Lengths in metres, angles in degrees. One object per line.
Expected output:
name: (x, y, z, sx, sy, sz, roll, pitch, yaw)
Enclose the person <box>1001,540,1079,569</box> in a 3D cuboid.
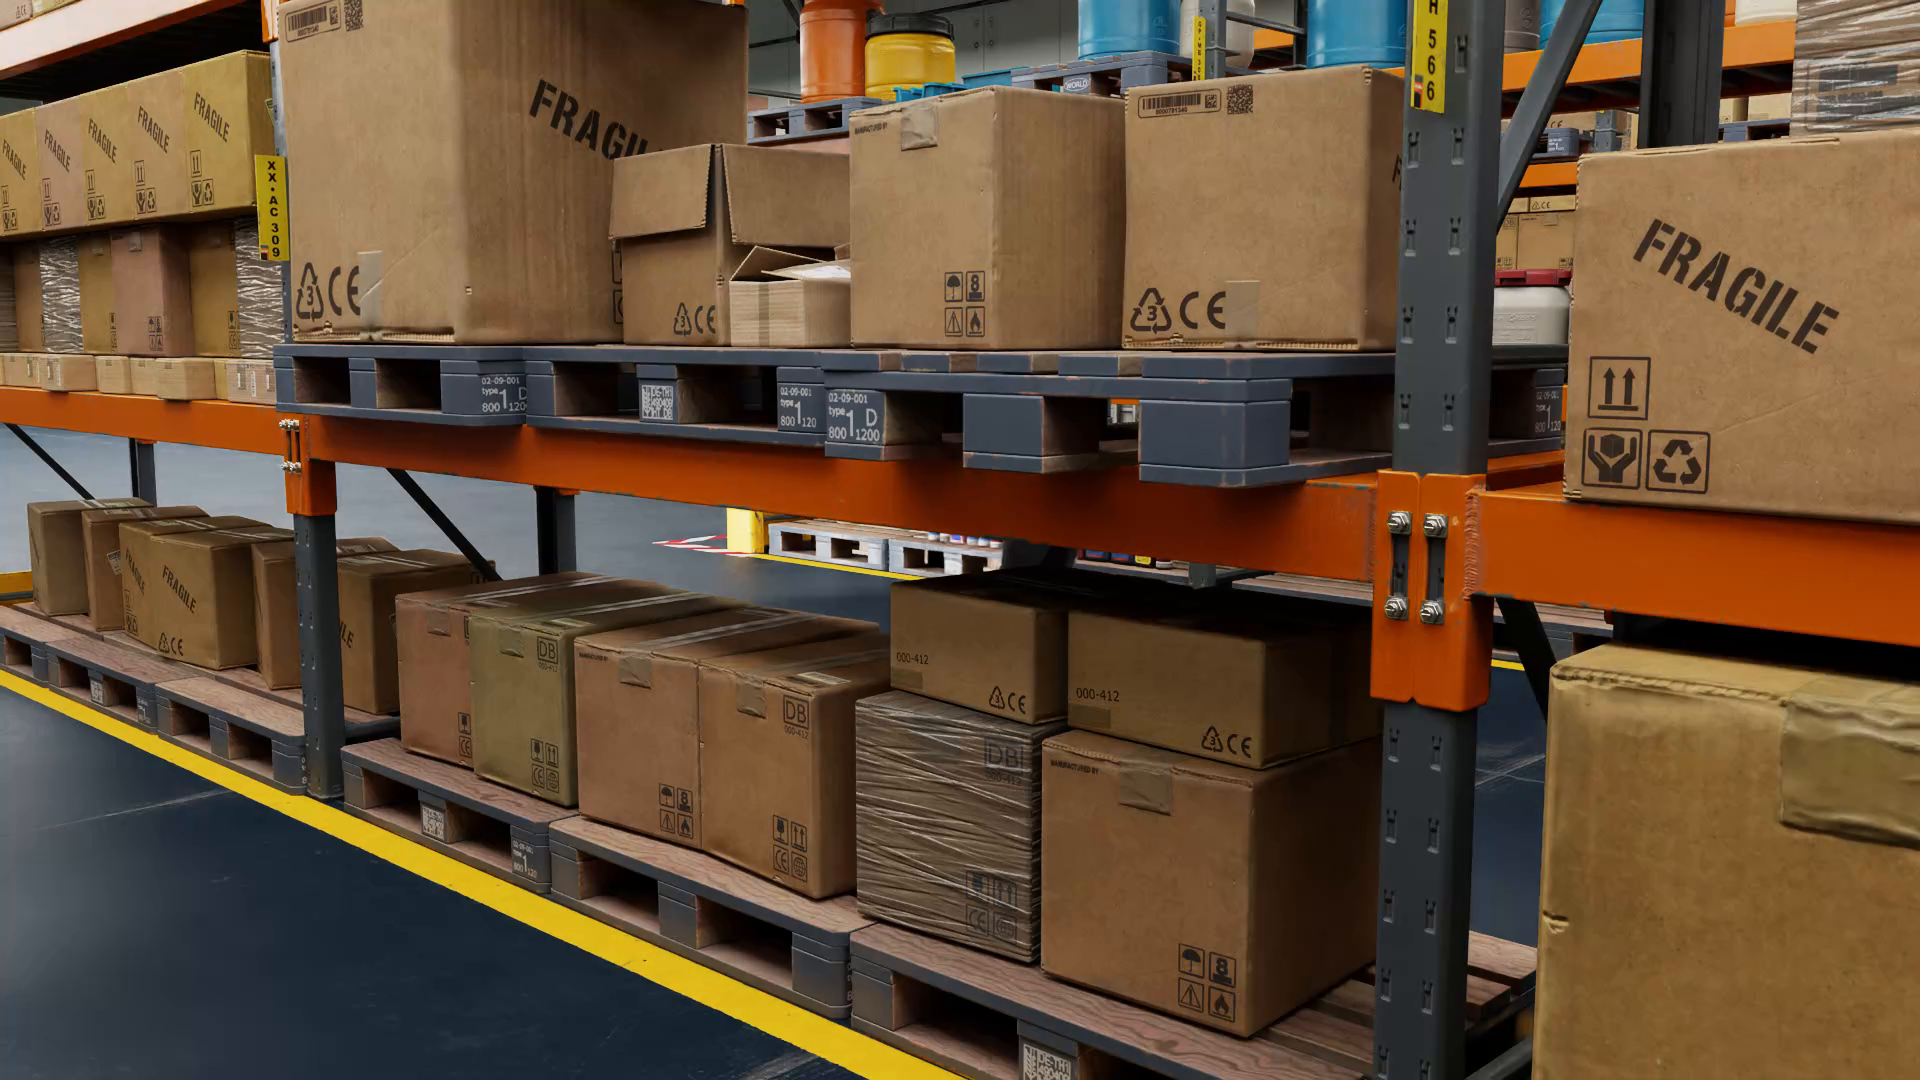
person: (0.293, -0.172, 7.346, 0.552, 1.621, 0.413, 7, 10, 42)
